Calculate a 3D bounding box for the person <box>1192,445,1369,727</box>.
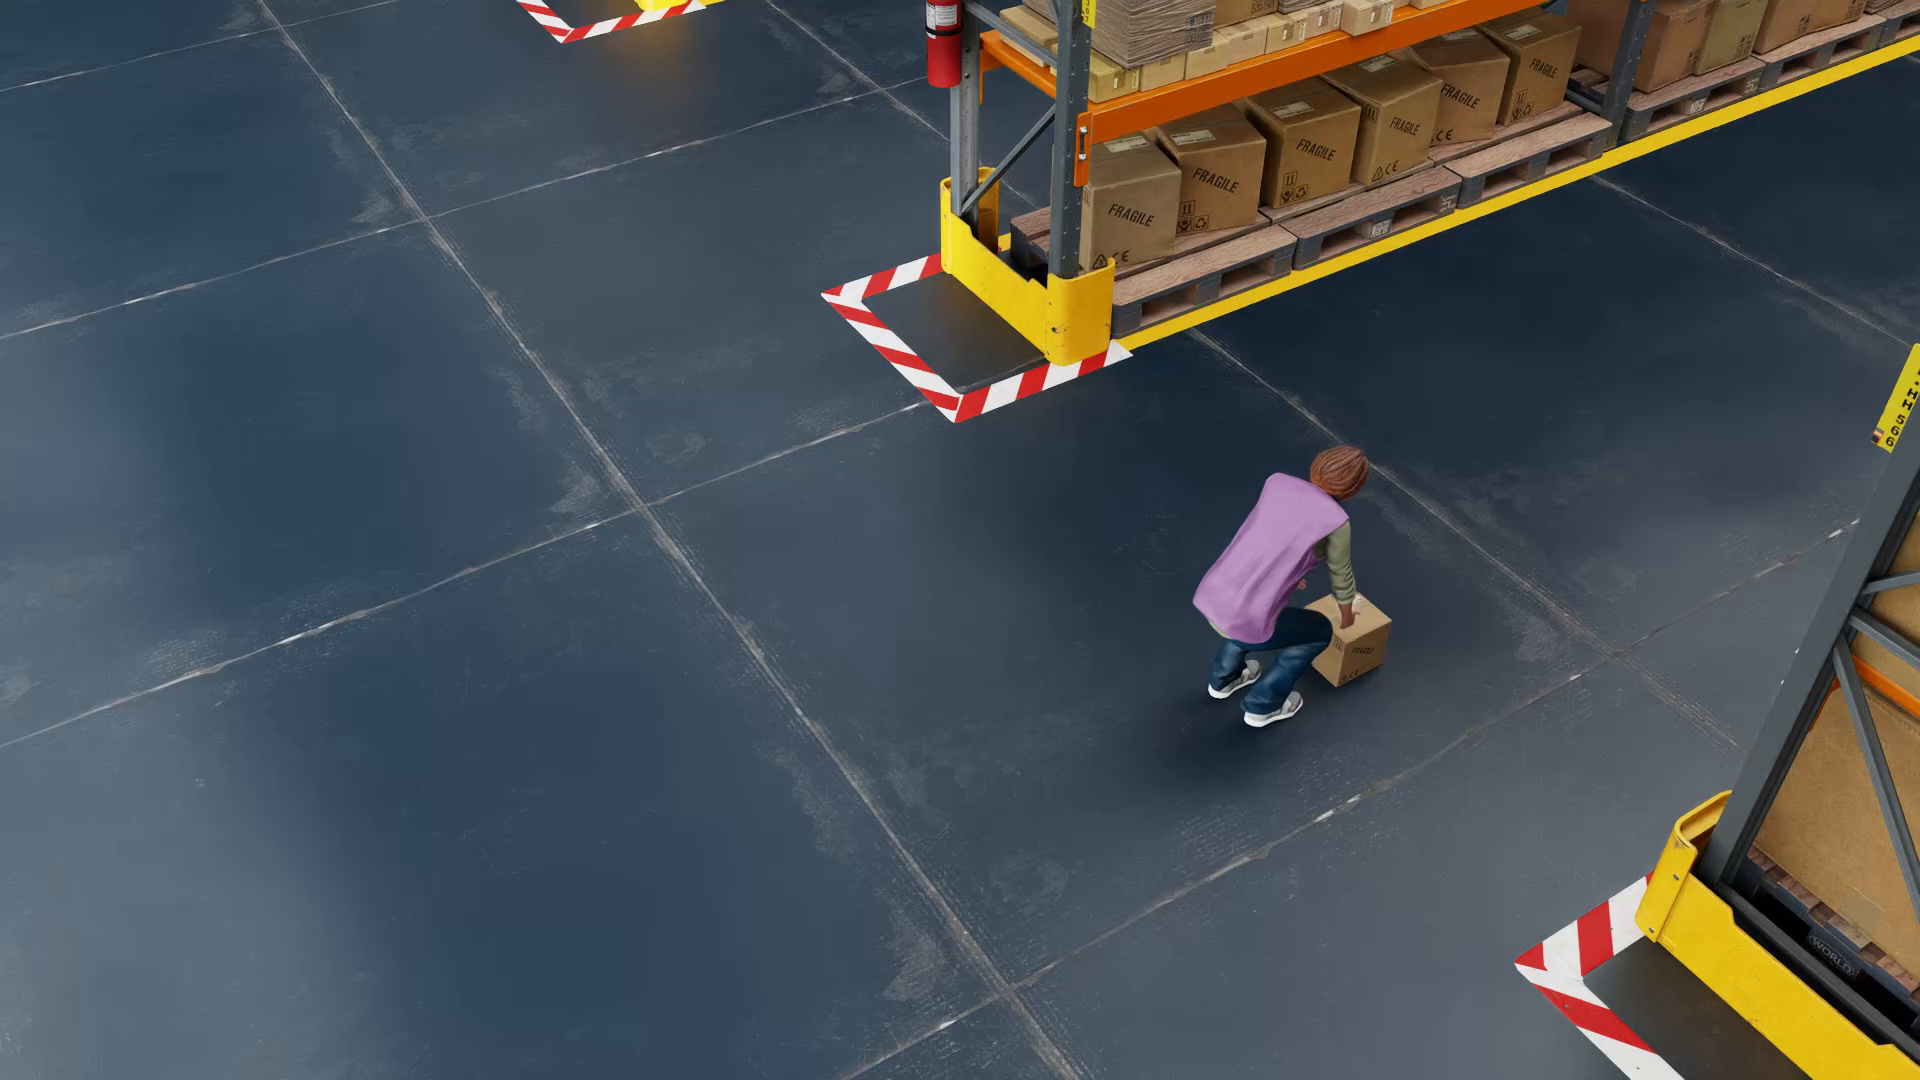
[{"bbox_3d":[1.200,0.188,6.330,0.745,1.102,0.460,-23,46,-24],"label":"person"}]
